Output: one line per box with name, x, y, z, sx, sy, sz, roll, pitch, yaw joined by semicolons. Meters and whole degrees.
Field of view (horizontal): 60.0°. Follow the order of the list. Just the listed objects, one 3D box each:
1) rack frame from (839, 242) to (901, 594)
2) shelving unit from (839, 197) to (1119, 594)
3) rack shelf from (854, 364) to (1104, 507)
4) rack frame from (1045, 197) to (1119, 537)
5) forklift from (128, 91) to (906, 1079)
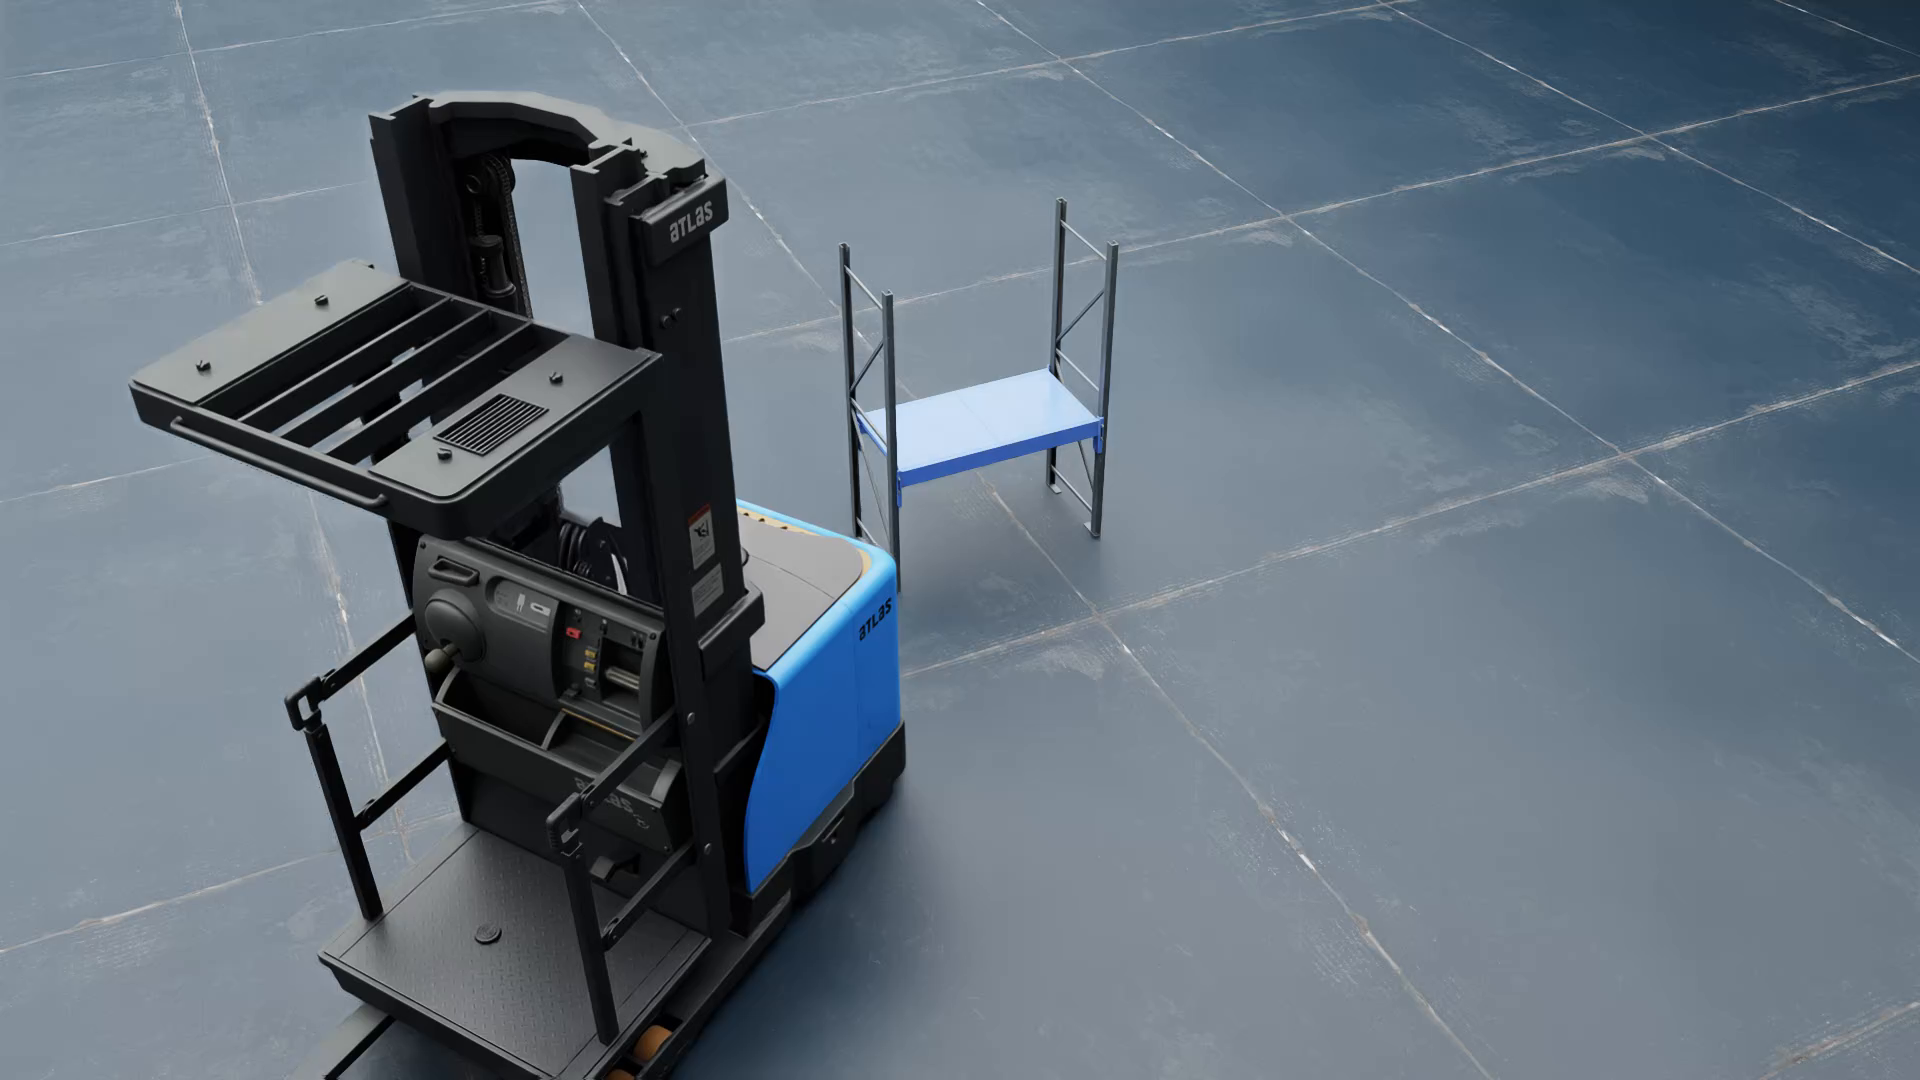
rack frame;-0.383;-0.495;7.159;0.032;1.500;0.500;-16;39;-20
shelving unit;0.077;-0.624;7.332;1.048;1.500;0.538;-16;39;-20
rack shelf;0.077;-0.480;7.439;1.000;0.185;0.538;-16;39;-20
rack frame;0.537;-0.753;7.506;0.032;1.500;0.500;-16;39;-20
forklift;-1.374;0.354;4.813;1.130;2.935;3.031;19;40;23
